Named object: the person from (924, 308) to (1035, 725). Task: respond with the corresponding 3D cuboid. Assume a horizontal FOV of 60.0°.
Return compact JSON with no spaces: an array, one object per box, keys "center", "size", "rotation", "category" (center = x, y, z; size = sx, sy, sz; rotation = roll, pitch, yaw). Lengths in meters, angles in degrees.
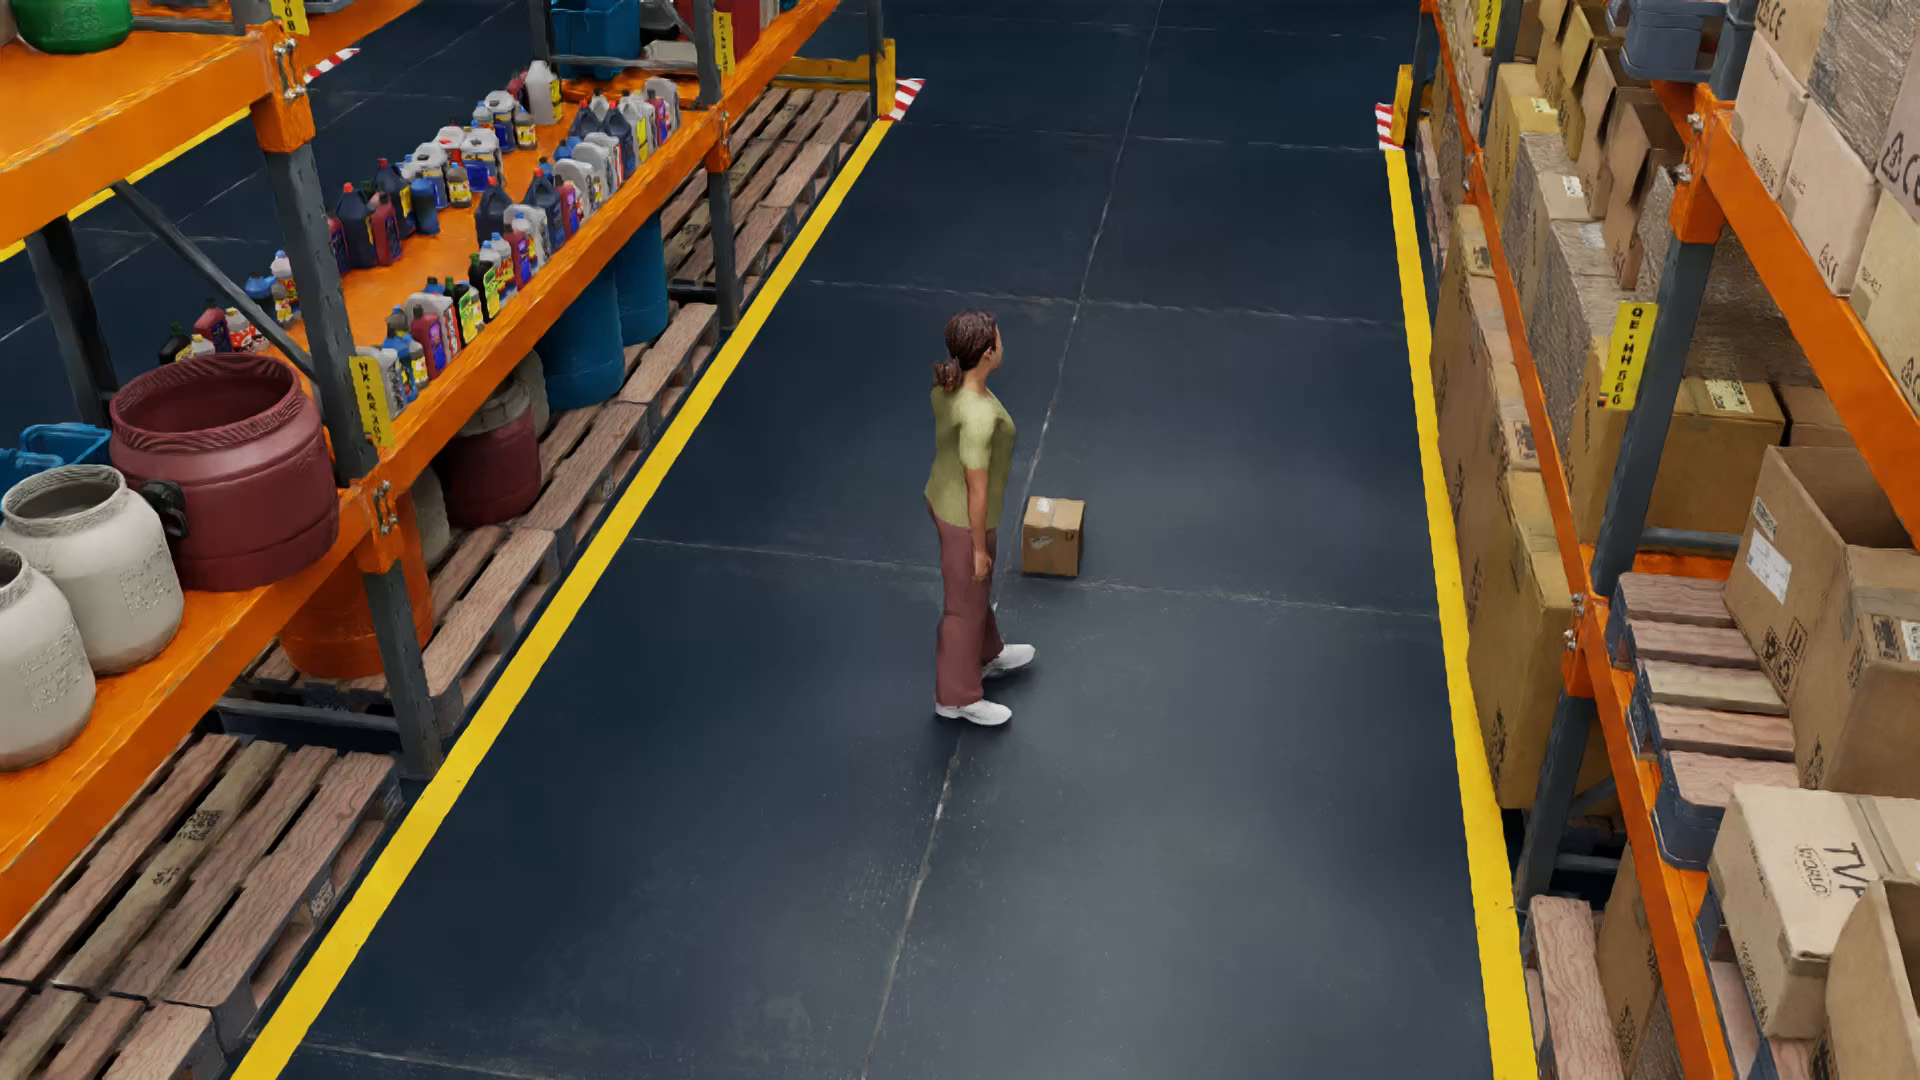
[{"center":[0.110,-0.090,6.247],"size":[0.491,1.670,0.520],"rotation":[-10,34,-16],"category":"person"}]
